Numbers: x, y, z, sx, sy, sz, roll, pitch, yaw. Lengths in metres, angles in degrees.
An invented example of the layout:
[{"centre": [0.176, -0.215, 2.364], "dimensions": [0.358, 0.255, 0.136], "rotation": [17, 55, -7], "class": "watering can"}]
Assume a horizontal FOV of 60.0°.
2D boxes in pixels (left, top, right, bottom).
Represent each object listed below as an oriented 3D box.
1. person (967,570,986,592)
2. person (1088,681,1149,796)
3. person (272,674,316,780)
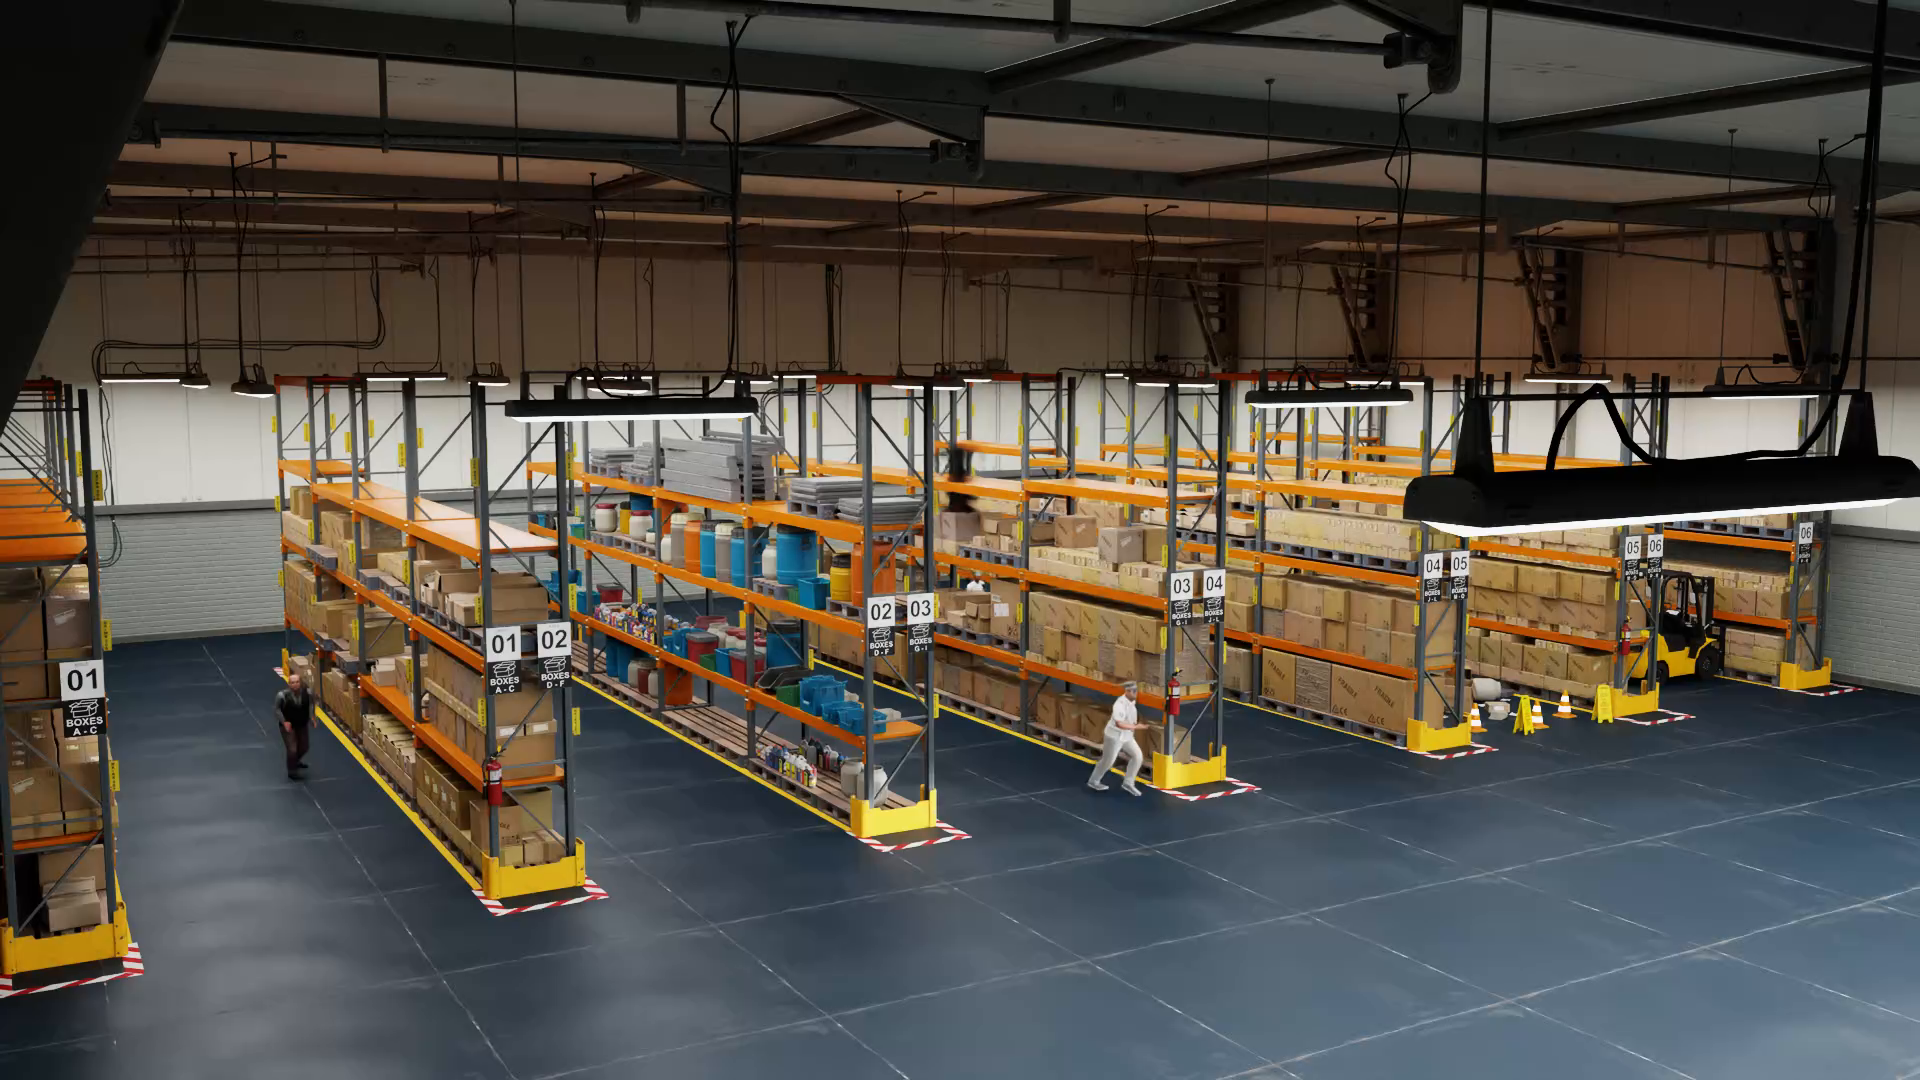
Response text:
[{"centre": [0.362, 1.503, 36.475], "dimensions": [0.539, 1.750, 0.848], "rotation": [-3, 7, -23], "class": "person"}, {"centre": [2.317, 2.864, 24.068], "dimensions": [0.965, 1.753, 0.678], "rotation": [4, 8, 35], "class": "person"}, {"centre": [-10.064, 2.784, 25.067], "dimensions": [0.808, 1.630, 0.649], "rotation": [6, 9, 43], "class": "person"}]
